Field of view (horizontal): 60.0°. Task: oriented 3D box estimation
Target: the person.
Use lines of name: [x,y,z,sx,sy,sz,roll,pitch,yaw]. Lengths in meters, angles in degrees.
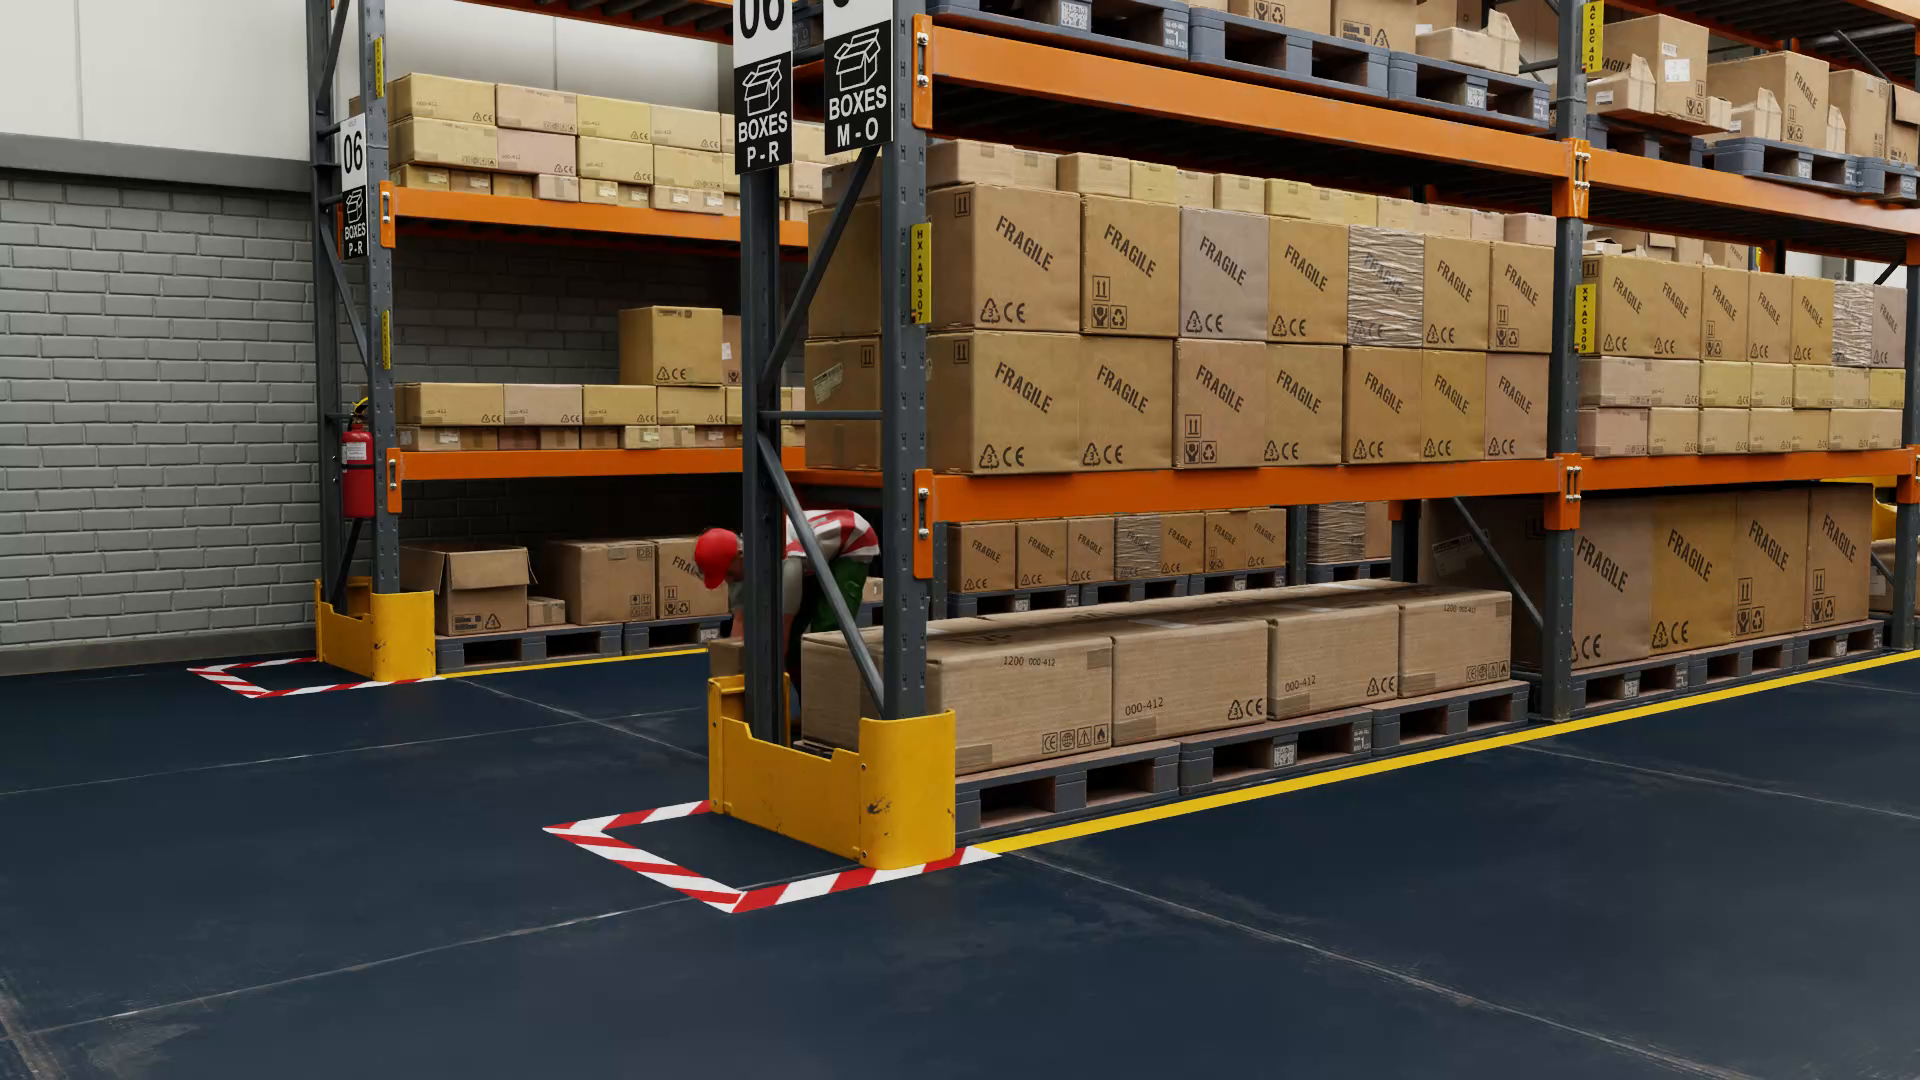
person: [-0.809,0.391,7.718,0.965,1.083,0.511,-4,6,-43]
